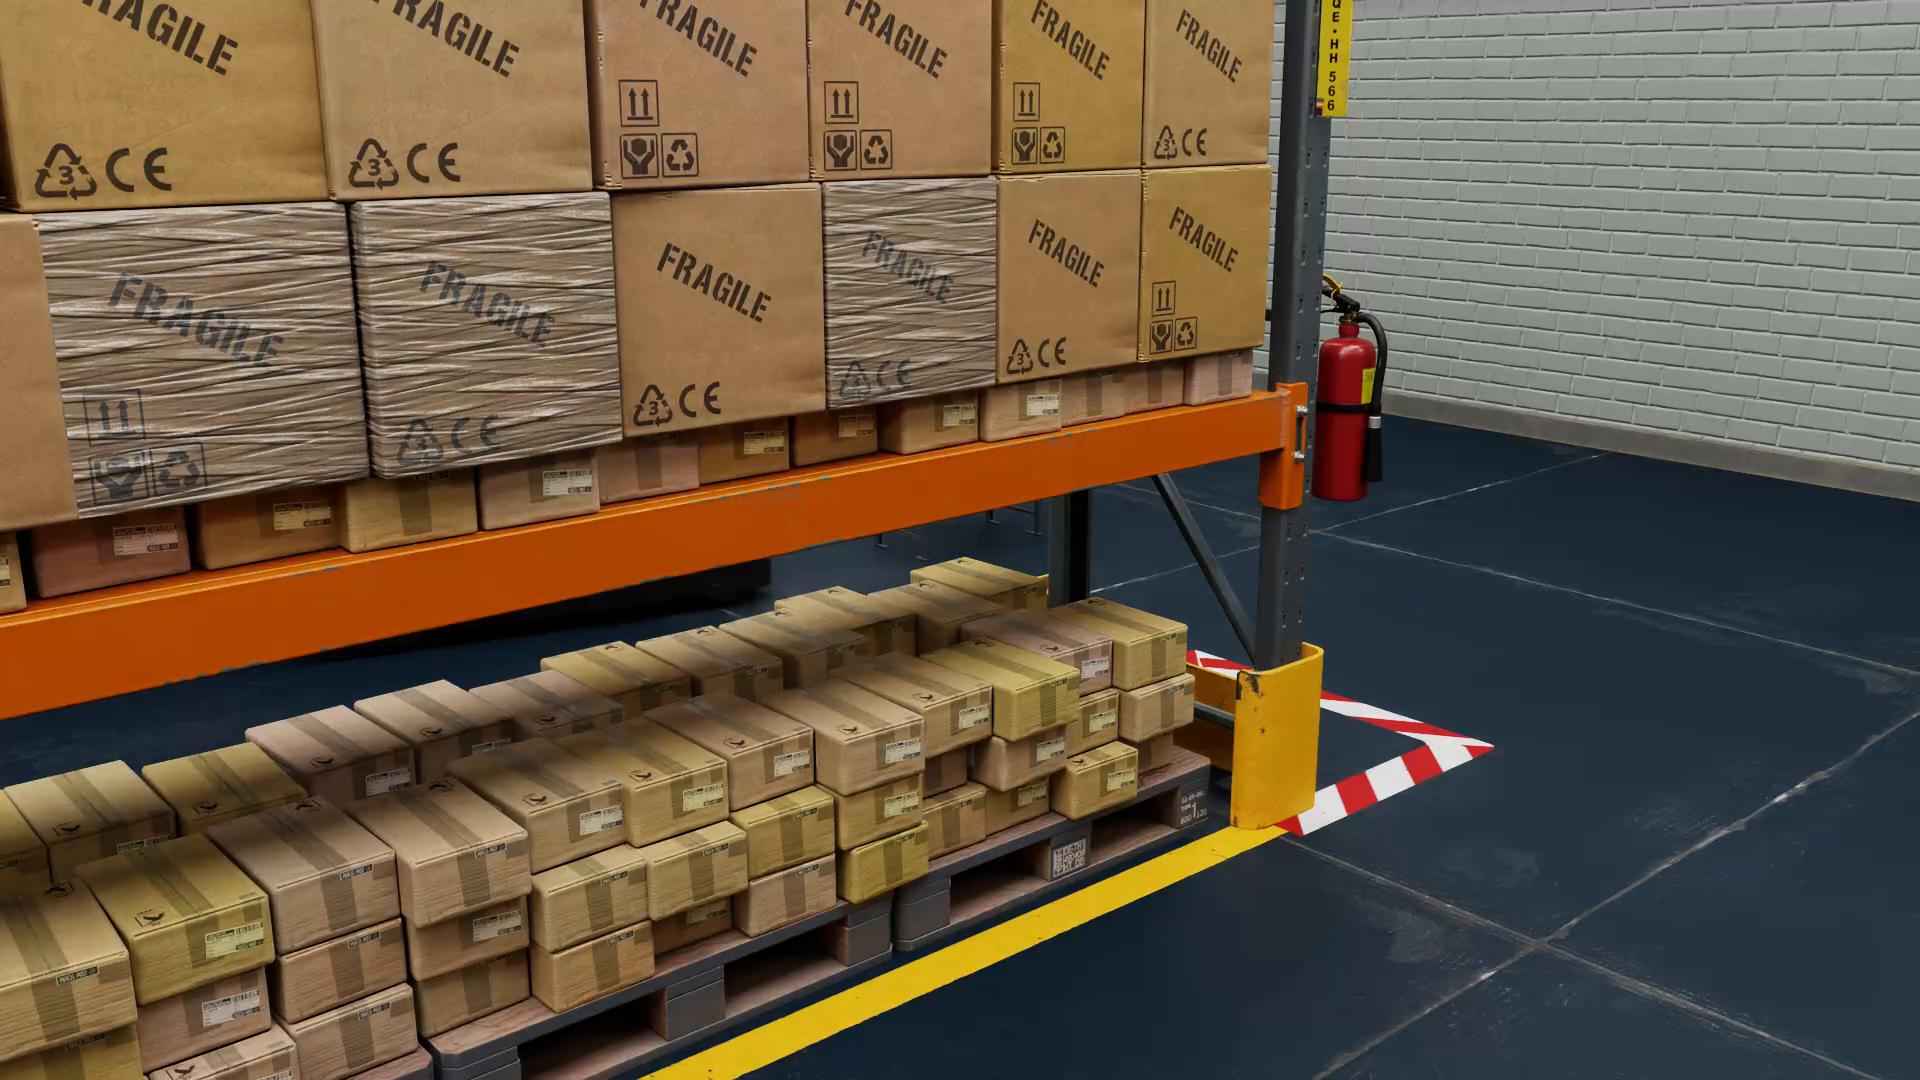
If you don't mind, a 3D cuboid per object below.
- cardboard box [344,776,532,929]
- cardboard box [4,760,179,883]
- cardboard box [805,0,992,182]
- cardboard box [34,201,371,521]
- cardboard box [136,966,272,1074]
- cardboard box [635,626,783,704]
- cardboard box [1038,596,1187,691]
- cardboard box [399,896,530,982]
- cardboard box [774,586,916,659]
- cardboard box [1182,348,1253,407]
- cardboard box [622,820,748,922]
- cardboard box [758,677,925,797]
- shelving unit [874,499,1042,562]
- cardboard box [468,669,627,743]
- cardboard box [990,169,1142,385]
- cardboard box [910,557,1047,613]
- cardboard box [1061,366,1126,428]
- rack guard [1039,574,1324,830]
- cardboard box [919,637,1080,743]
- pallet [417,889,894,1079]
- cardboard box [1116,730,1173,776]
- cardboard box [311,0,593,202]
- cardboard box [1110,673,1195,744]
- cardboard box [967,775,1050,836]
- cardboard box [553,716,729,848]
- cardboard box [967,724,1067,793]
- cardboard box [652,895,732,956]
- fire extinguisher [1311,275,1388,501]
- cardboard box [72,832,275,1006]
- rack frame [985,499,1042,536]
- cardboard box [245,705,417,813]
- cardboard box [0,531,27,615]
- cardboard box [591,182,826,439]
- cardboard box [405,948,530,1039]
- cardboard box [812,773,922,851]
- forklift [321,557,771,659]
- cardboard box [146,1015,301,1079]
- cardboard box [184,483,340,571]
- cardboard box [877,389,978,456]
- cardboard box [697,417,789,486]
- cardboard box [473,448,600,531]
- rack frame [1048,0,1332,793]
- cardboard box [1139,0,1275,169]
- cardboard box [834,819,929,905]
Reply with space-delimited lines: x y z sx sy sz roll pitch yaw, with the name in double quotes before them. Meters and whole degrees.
"cardboard box" -1.113 0.656 3.538 0.250 0.149 0.380 -12 19 -38
"cardboard box" -1.895 0.632 3.628 0.250 0.149 0.380 -13 20 -40
"cardboard box" -0.275 -1.100 3.849 0.500 0.500 0.500 -11 19 -37
"cardboard box" -1.434 -0.361 3.020 0.500 0.500 0.500 -13 20 -39
"cardboard box" -1.566 0.874 3.300 0.250 0.149 0.380 -13 20 -40
"cardboard box" -0.694 0.374 4.595 0.250 0.149 0.380 -12 19 -37
"cardboard box" 0.443 0.299 4.875 0.250 0.149 0.380 -12 19 -39
"cardboard box" -1.138 0.787 3.627 0.250 0.149 0.380 -12 19 -37
"cardboard box" -0.346 0.271 4.982 0.250 0.149 0.380 -13 20 -40
"cardboard box" 0.615 -0.495 4.778 0.250 0.149 0.380 -13 19 -39
"cardboard box" -0.703 0.719 3.878 0.250 0.149 0.380 -12 19 -39
"cardboard box" -0.300 0.487 4.172 0.250 0.149 0.380 -12 19 -37
"shelving unit" -0.005 -0.723 8.052 0.755 1.500 0.431 -13 19 -39
"cardboard box" -1.049 0.471 4.233 0.250 0.149 0.380 -13 19 -39
"cardboard box" 0.114 -0.706 4.312 0.500 0.500 0.500 -13 20 -40
"cardboard box" 0.057 0.183 5.311 0.250 0.149 0.380 -14 20 -42
"cardboard box" 0.224 -0.415 4.478 0.250 0.149 0.380 -13 20 -40
"rack guard" 0.618 0.494 5.433 0.348 0.500 1.175 -13 19 -39
"cardboard box" 0.103 0.399 4.501 0.250 0.149 0.380 -13 20 -41
"pallet" -0.938 0.970 4.211 1.213 0.211 1.003 -13 19 -39
"cardboard box" 0.415 0.577 4.986 0.250 0.149 0.380 -12 19 -38
"cardboard box" -1.060 -0.923 3.187 0.500 0.500 0.500 -12 19 -38
"cardboard box" 0.465 0.449 4.891 0.250 0.149 0.380 -13 20 -41
"cardboard box" 0.032 0.669 4.645 0.250 0.149 0.380 -13 20 -40
"cardboard box" -0.750 0.560 3.899 0.250 0.149 0.380 -13 19 -39
"cardboard box" 0.074 0.537 4.560 0.250 0.149 0.380 -14 20 -42
"cardboard box" -0.756 0.839 4.007 0.250 0.149 0.380 -12 19 -38
"fire extinguisher" 1.169 -0.462 5.040 0.183 0.674 0.296 -13 19 -39
"cardboard box" -1.541 0.732 3.254 0.250 0.149 0.380 -13 20 -40
"rack frame" 0.271 -0.785 8.284 0.023 1.500 0.400 -13 19 -39
"cardboard box" -1.504 0.540 3.975 0.250 0.149 0.380 -14 20 -42
"cardboard box" -1.767 0.030 2.813 0.250 0.149 0.380 -12 19 -38
"cardboard box" -0.645 -0.536 3.674 0.500 0.500 0.500 -11 19 -37
"cardboard box" -1.163 0.924 3.690 0.250 0.149 0.380 -14 20 -42
"cardboard box" -0.308 0.628 4.222 0.250 0.149 0.380 -12 19 -39
"forklift" -2.385 -1.105 6.708 3.031 2.935 1.130 -7 16 -24
"cardboard box" -1.502 1.029 3.297 0.250 0.149 0.380 -13 20 -40
"cardboard box" -1.392 -0.071 3.189 0.250 0.149 0.380 -14 20 -42
"cardboard box" -0.172 -0.328 4.153 0.250 0.149 0.380 -14 20 -42
"cardboard box" -0.604 -0.246 3.845 0.250 0.149 0.380 -12 19 -38
"cardboard box" -0.952 -0.145 3.466 0.250 0.149 0.380 -12 19 -37
"rack frame" 0.676 -0.727 5.159 0.127 3.000 1.000 -13 19 -39
"cardboard box" 0.494 -1.276 4.507 0.500 0.500 0.500 -13 20 -40
"cardboard box" -0.297 0.768 4.271 0.250 0.149 0.380 -14 20 -42
